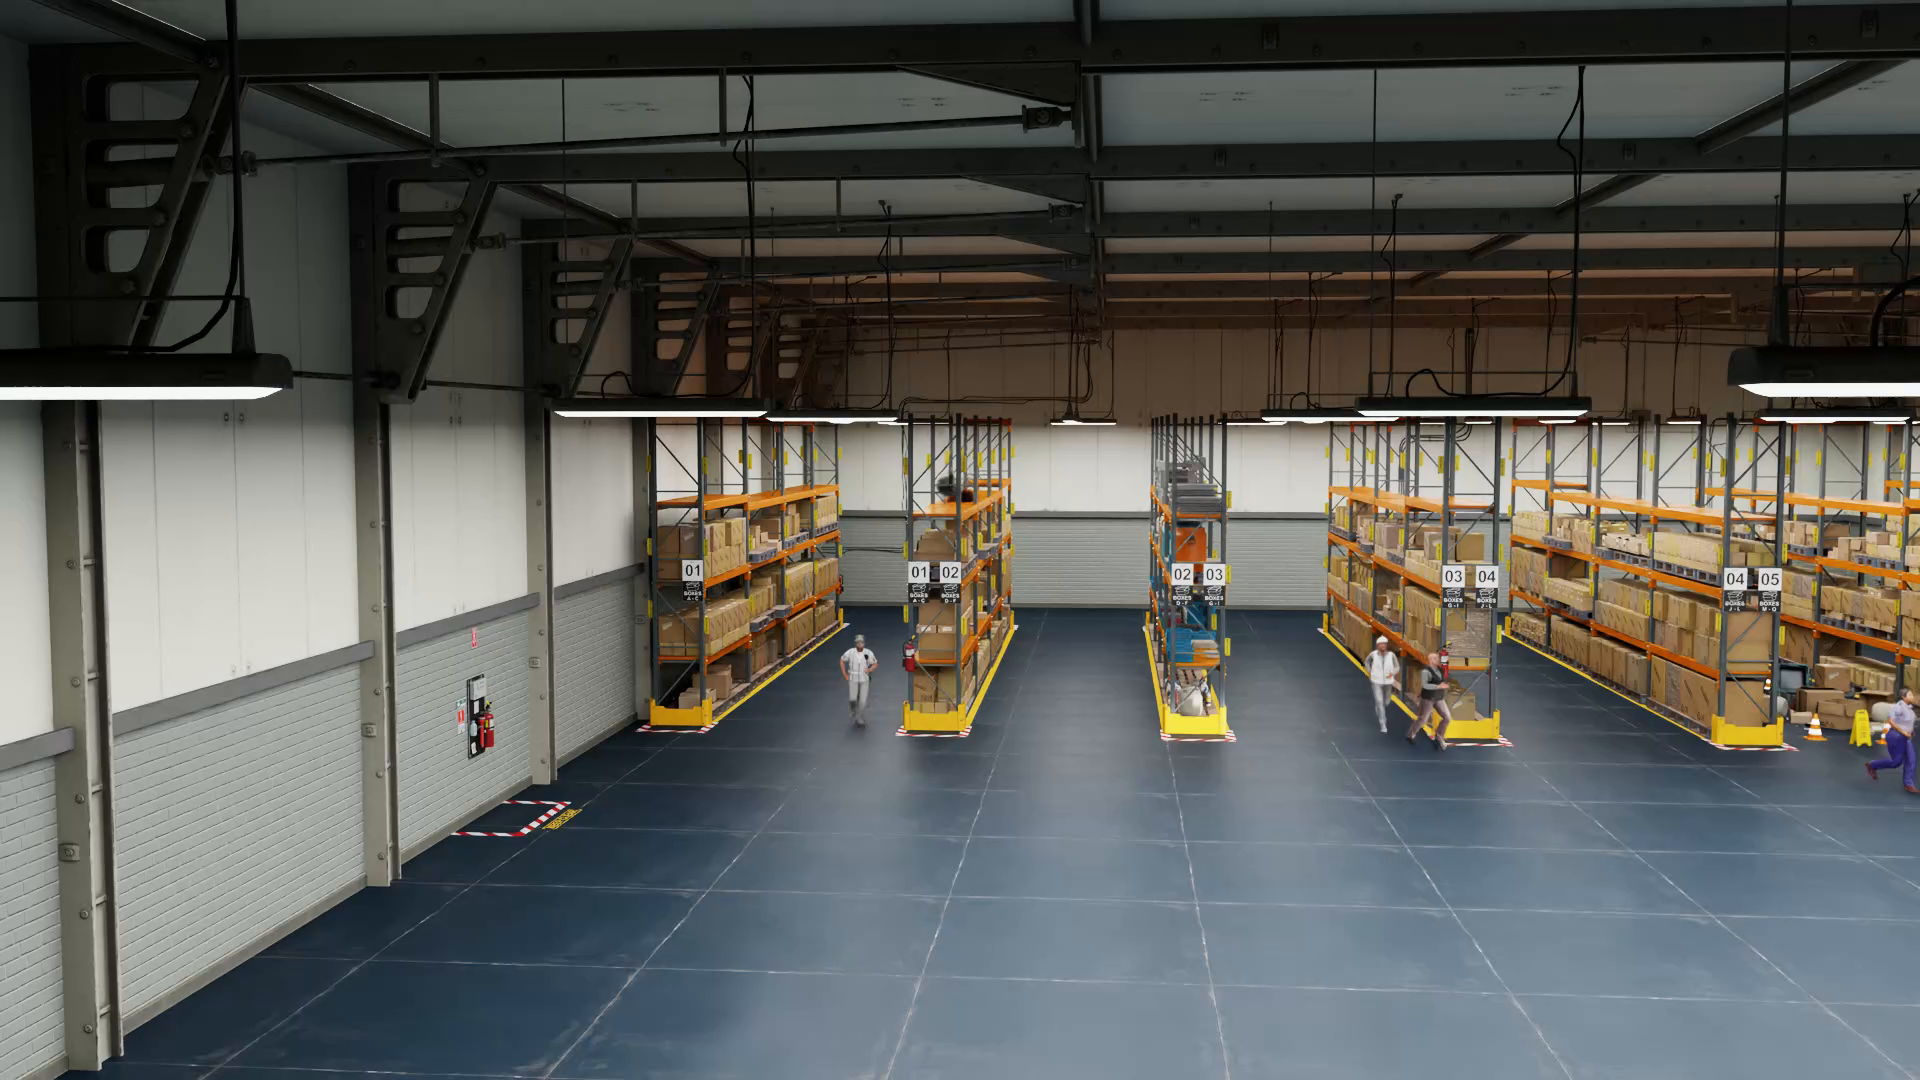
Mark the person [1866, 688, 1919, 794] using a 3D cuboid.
[{"bbox_3d":[14.850,3.154,26.351,0.631,1.640,0.847,-3,5,-40],"label":"person"}]

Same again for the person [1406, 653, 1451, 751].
[{"bbox_3d":[8.401,2.876,29.627,0.664,1.753,0.887,-2,4,-31],"label":"person"}]

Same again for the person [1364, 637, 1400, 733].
[{"bbox_3d":[8.066,2.724,31.751,0.620,1.787,1.118,0,4,-1],"label":"person"}]

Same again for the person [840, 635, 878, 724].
[{"bbox_3d":[-1.938,2.689,31.970,0.731,1.737,0.535,0,4,-5],"label":"person"}]

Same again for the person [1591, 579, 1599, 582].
[{"bbox_3d":[17.470,1.839,45.808,0.662,1.629,0.512,0,4,-7],"label":"person"}]
